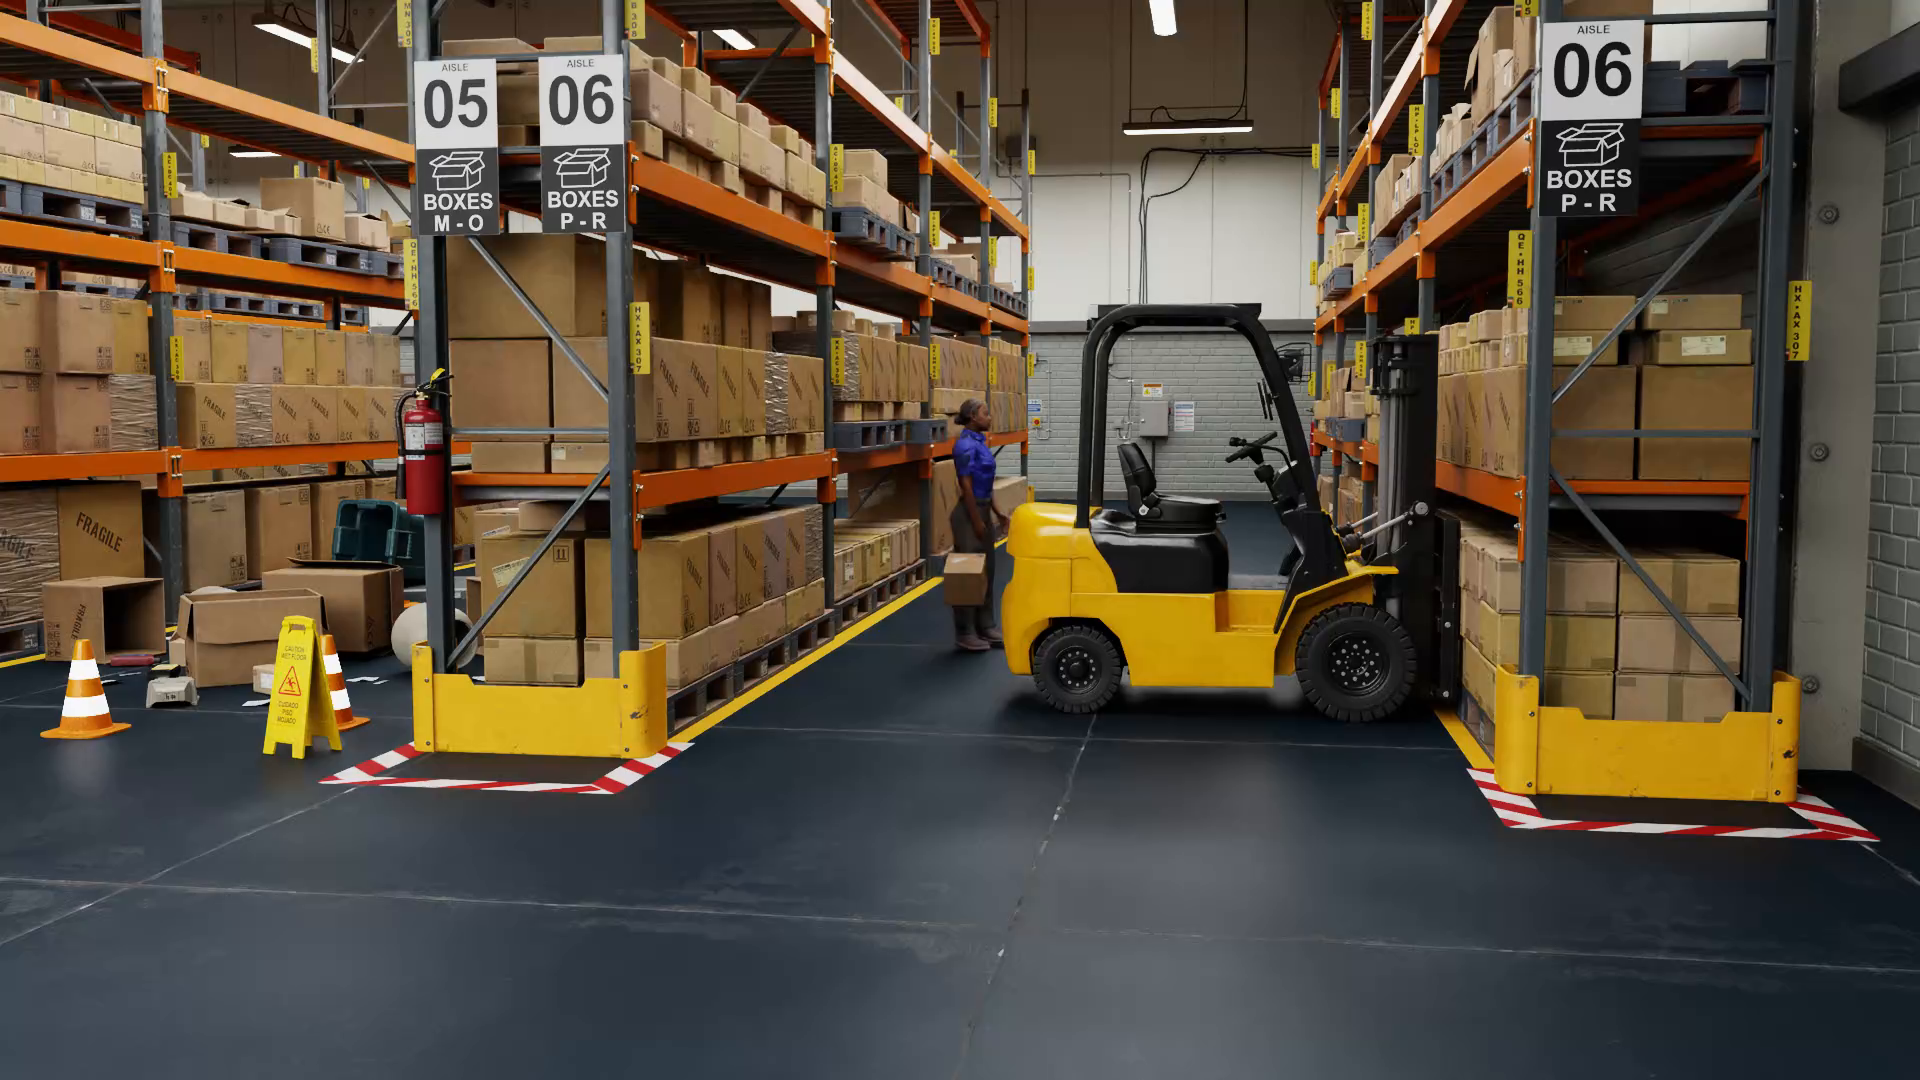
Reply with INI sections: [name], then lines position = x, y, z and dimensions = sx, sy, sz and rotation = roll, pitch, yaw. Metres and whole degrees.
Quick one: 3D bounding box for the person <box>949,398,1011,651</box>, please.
[person]
position = 0.122, -0.117, 11.140
dimensions = 0.398, 1.666, 0.527
rotation = 1, 5, 14
